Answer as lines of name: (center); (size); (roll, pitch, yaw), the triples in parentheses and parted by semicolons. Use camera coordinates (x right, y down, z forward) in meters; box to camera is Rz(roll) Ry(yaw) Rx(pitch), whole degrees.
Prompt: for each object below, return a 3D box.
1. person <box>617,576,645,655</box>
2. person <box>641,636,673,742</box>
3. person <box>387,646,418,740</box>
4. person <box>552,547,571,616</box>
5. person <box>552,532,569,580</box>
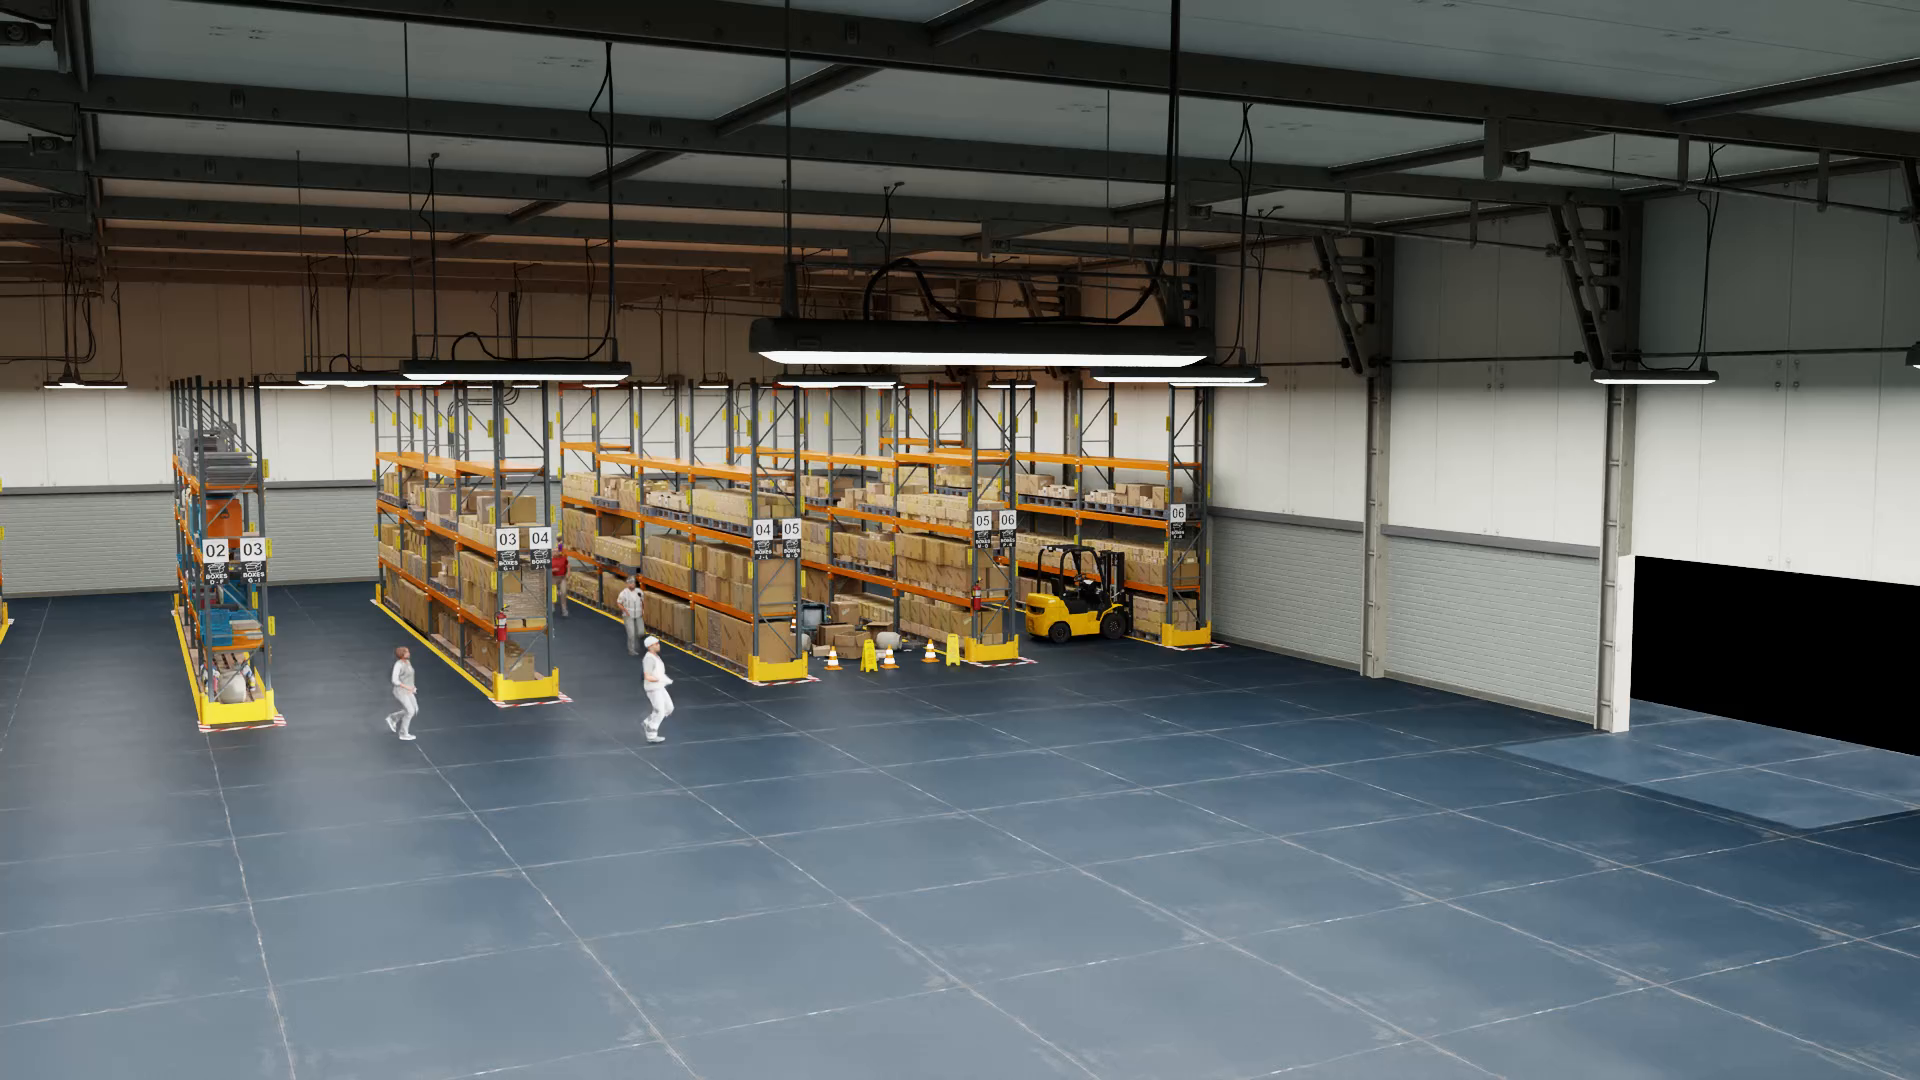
person: (-7.120, 1.637, 36.184); (0.640, 1.736, 0.596); (-3, 6, -30)
person: (-4.948, 2.433, 27.180); (0.598, 1.740, 0.648); (0, 5, 3)
person: (-9.194, 2.514, 27.375); (0.575, 1.551, 0.589); (0, 5, 5)
person: (-10.317, 1.048, 42.747); (0.669, 1.708, 1.042); (-2, 6, -24)
person: (-11.778, 0.580, 48.554); (0.644, 1.682, 0.769); (-1, 5, -8)
